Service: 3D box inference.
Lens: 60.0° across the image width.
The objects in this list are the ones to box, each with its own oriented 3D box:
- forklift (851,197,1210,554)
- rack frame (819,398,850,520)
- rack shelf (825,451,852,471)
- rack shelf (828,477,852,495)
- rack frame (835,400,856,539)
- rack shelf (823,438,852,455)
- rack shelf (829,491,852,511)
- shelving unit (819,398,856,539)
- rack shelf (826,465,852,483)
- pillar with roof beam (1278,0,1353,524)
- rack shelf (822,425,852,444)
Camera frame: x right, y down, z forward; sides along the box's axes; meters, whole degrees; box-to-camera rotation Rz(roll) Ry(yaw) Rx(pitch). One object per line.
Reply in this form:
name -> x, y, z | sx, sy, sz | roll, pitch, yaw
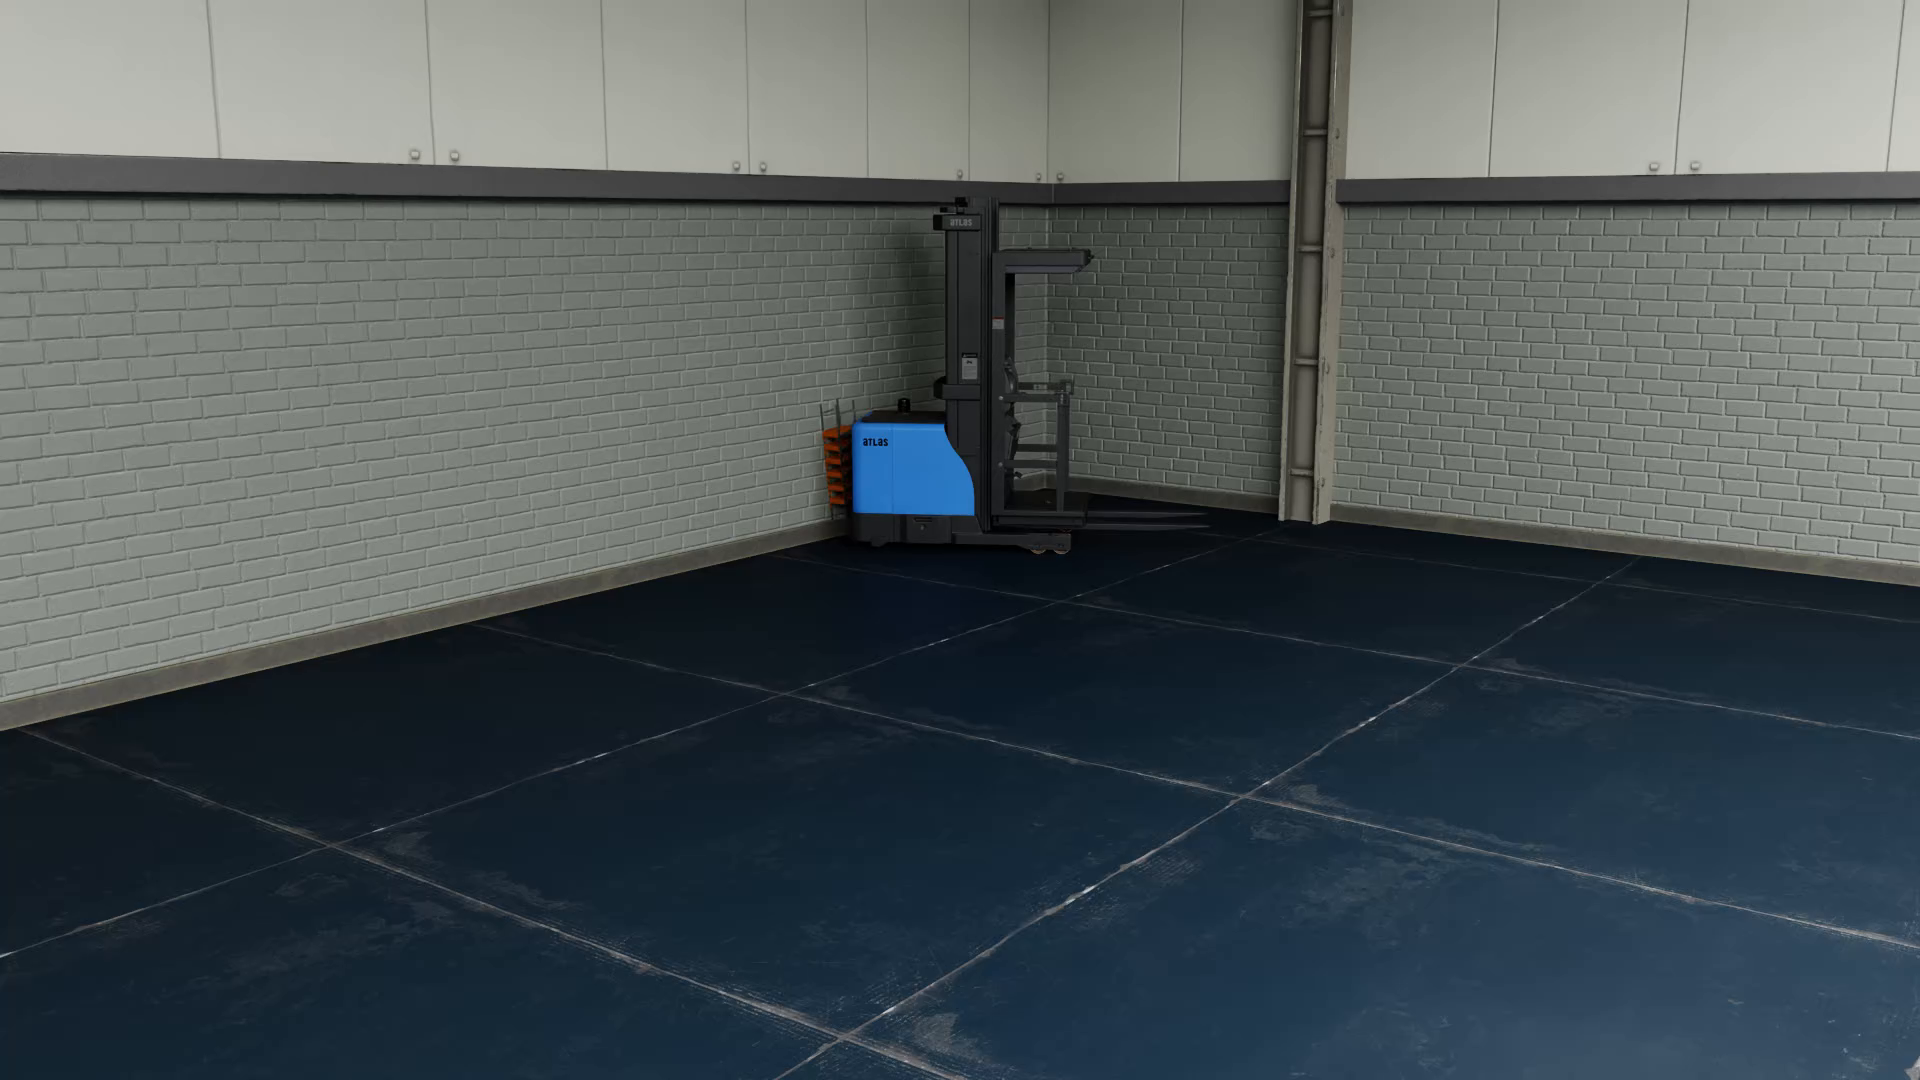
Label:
forklift -> 0.625, -1.426, 14.185 | 3.031, 2.935, 1.130 | 1, 11, 6
rack frame -> -1.091, -0.630, 14.597 | 0.006, 1.200, 0.240 | 8, 21, 37
rack shelf -> -1.025, -0.692, 14.521 | 0.180, 0.103, 0.258 | 8, 21, 37
rack shelf -> -1.006, -0.462, 14.588 | 0.180, 0.103, 0.258 | 8, 21, 37
rack frame -> -0.947, -0.609, 14.486 | 0.006, 1.200, 0.240 | 8, 21, 37
rack shelf -> -1.034, -0.807, 14.487 | 0.180, 0.103, 0.258 | 8, 21, 37
rack shelf -> -0.996, -0.348, 14.622 | 0.180, 0.103, 0.258 | 8, 21, 37
shelving unit -> -1.019, -0.620, 14.542 | 0.189, 1.200, 0.258 | 8, 21, 37
rack shelf -> -1.015, -0.577, 14.554 | 0.180, 0.103, 0.258 | 8, 21, 37
pillar with roof beam -> 0.663, -3.948, 11.243 | 0.400, 9.000, 9.100 | 8, 13, 36
rack shelf -> -1.044, -0.922, 14.454 | 0.180, 0.103, 0.258 | 8, 21, 37
